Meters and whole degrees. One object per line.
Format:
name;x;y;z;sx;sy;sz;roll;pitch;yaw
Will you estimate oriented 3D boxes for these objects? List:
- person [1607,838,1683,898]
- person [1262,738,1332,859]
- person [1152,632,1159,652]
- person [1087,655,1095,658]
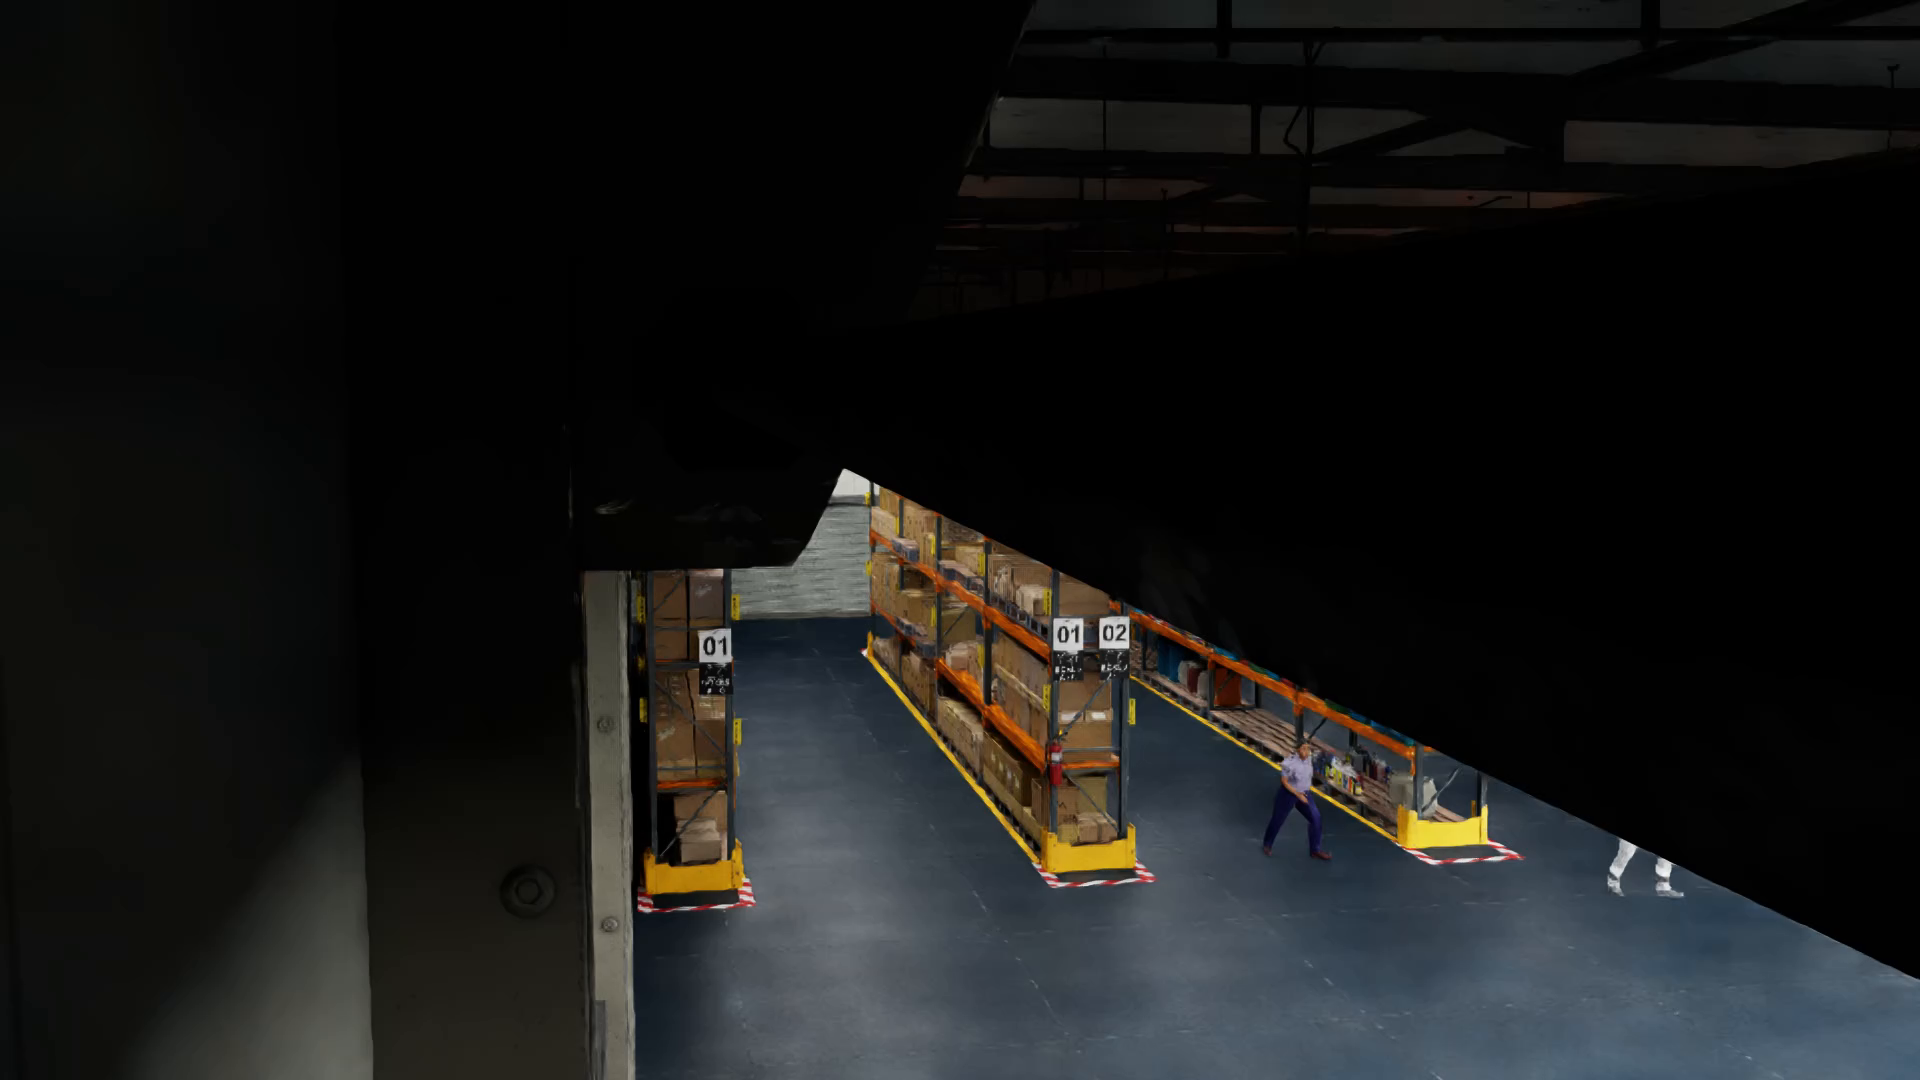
person;8.138;3.401;19.774;0.673;1.731;0.751;-4;7;-33
person;4.328;3.307;21.469;0.656;1.567;0.818;-3;7;-28
person;4.537;1.726;36.330;0.470;1.595;1.060;-2;6;-20
person;2.311;2.129;32.185;0.719;1.714;0.578;-1;6;-13
